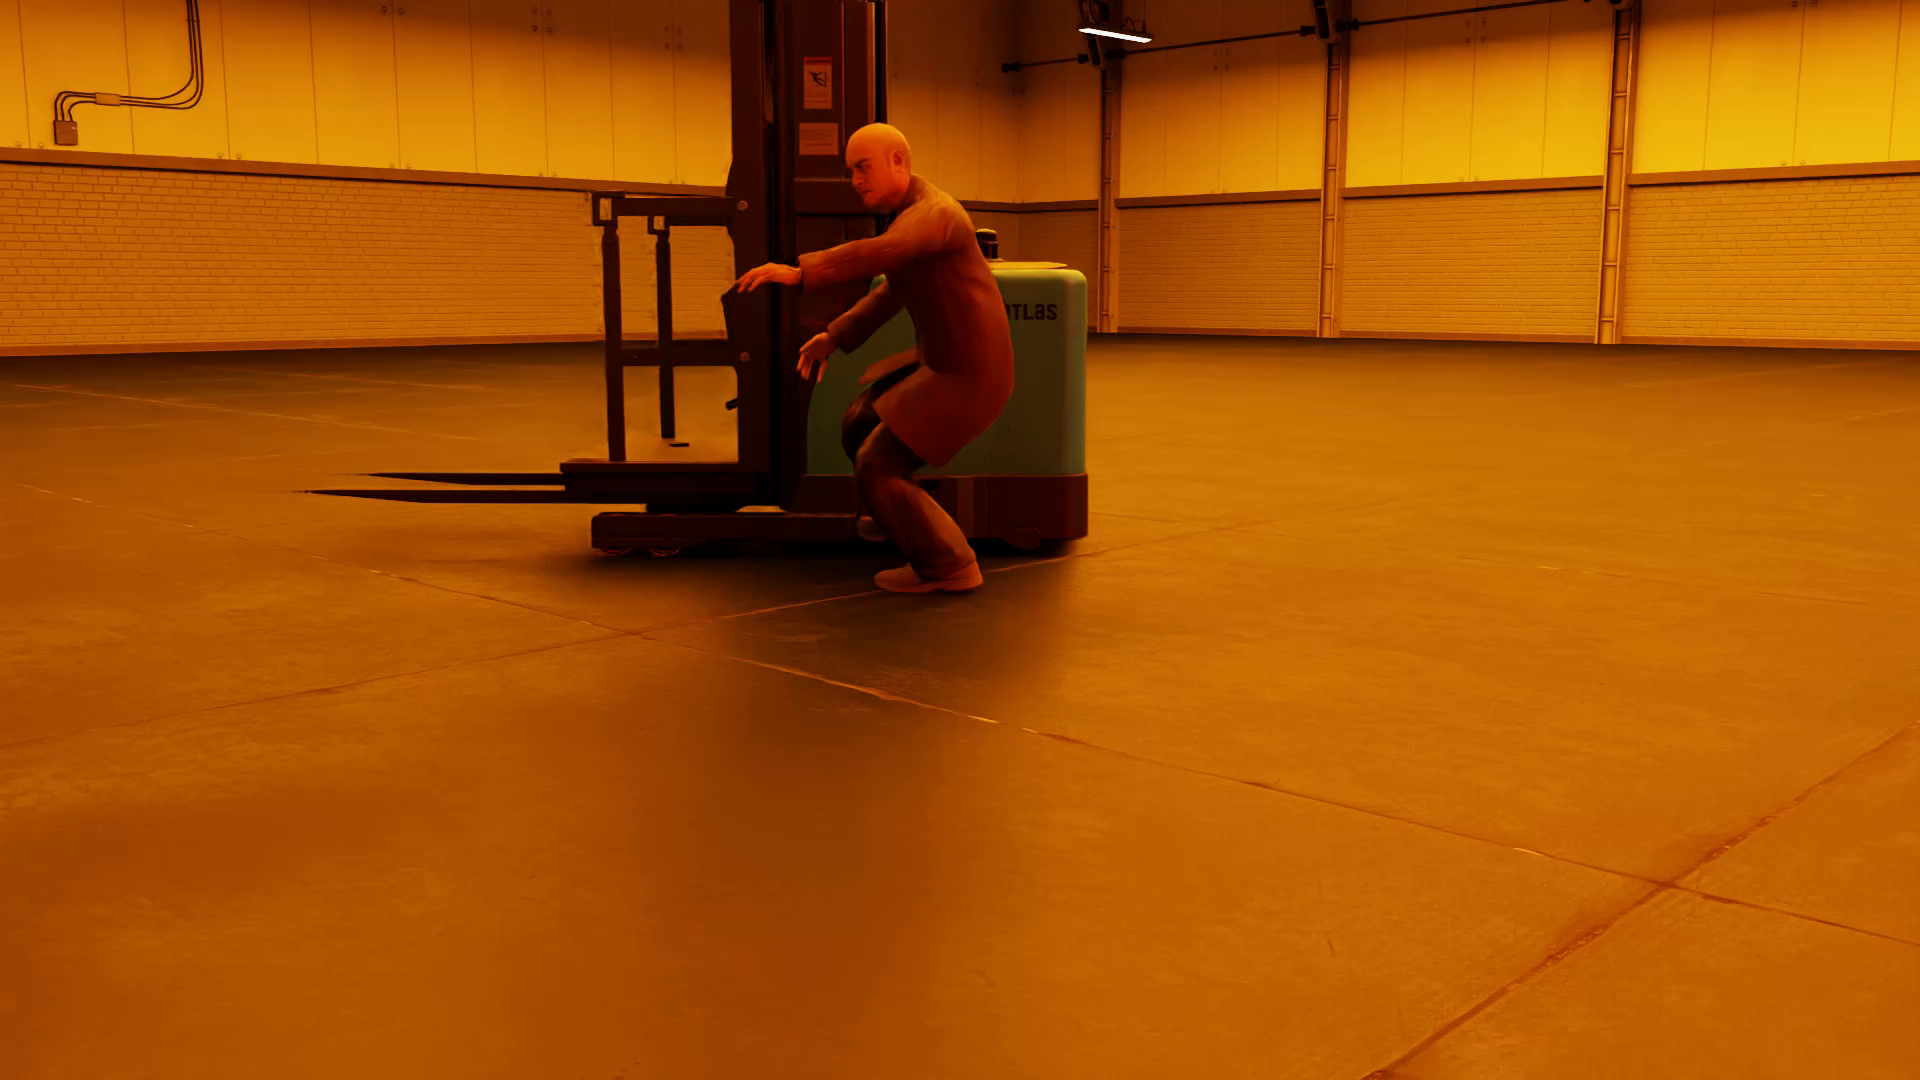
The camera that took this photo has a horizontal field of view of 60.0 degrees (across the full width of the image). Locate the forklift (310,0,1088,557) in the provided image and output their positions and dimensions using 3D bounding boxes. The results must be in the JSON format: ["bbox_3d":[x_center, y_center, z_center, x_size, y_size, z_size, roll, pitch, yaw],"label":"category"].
[{"bbox_3d":[-1.018,-1.464,6.597,3.031,2.935,1.130,0,9,1],"label":"forklift"}]

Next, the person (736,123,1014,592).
[{"bbox_3d":[-0.319,-0.564,5.432,0.927,1.521,1.348,-2,9,-13],"label":"person"}]
